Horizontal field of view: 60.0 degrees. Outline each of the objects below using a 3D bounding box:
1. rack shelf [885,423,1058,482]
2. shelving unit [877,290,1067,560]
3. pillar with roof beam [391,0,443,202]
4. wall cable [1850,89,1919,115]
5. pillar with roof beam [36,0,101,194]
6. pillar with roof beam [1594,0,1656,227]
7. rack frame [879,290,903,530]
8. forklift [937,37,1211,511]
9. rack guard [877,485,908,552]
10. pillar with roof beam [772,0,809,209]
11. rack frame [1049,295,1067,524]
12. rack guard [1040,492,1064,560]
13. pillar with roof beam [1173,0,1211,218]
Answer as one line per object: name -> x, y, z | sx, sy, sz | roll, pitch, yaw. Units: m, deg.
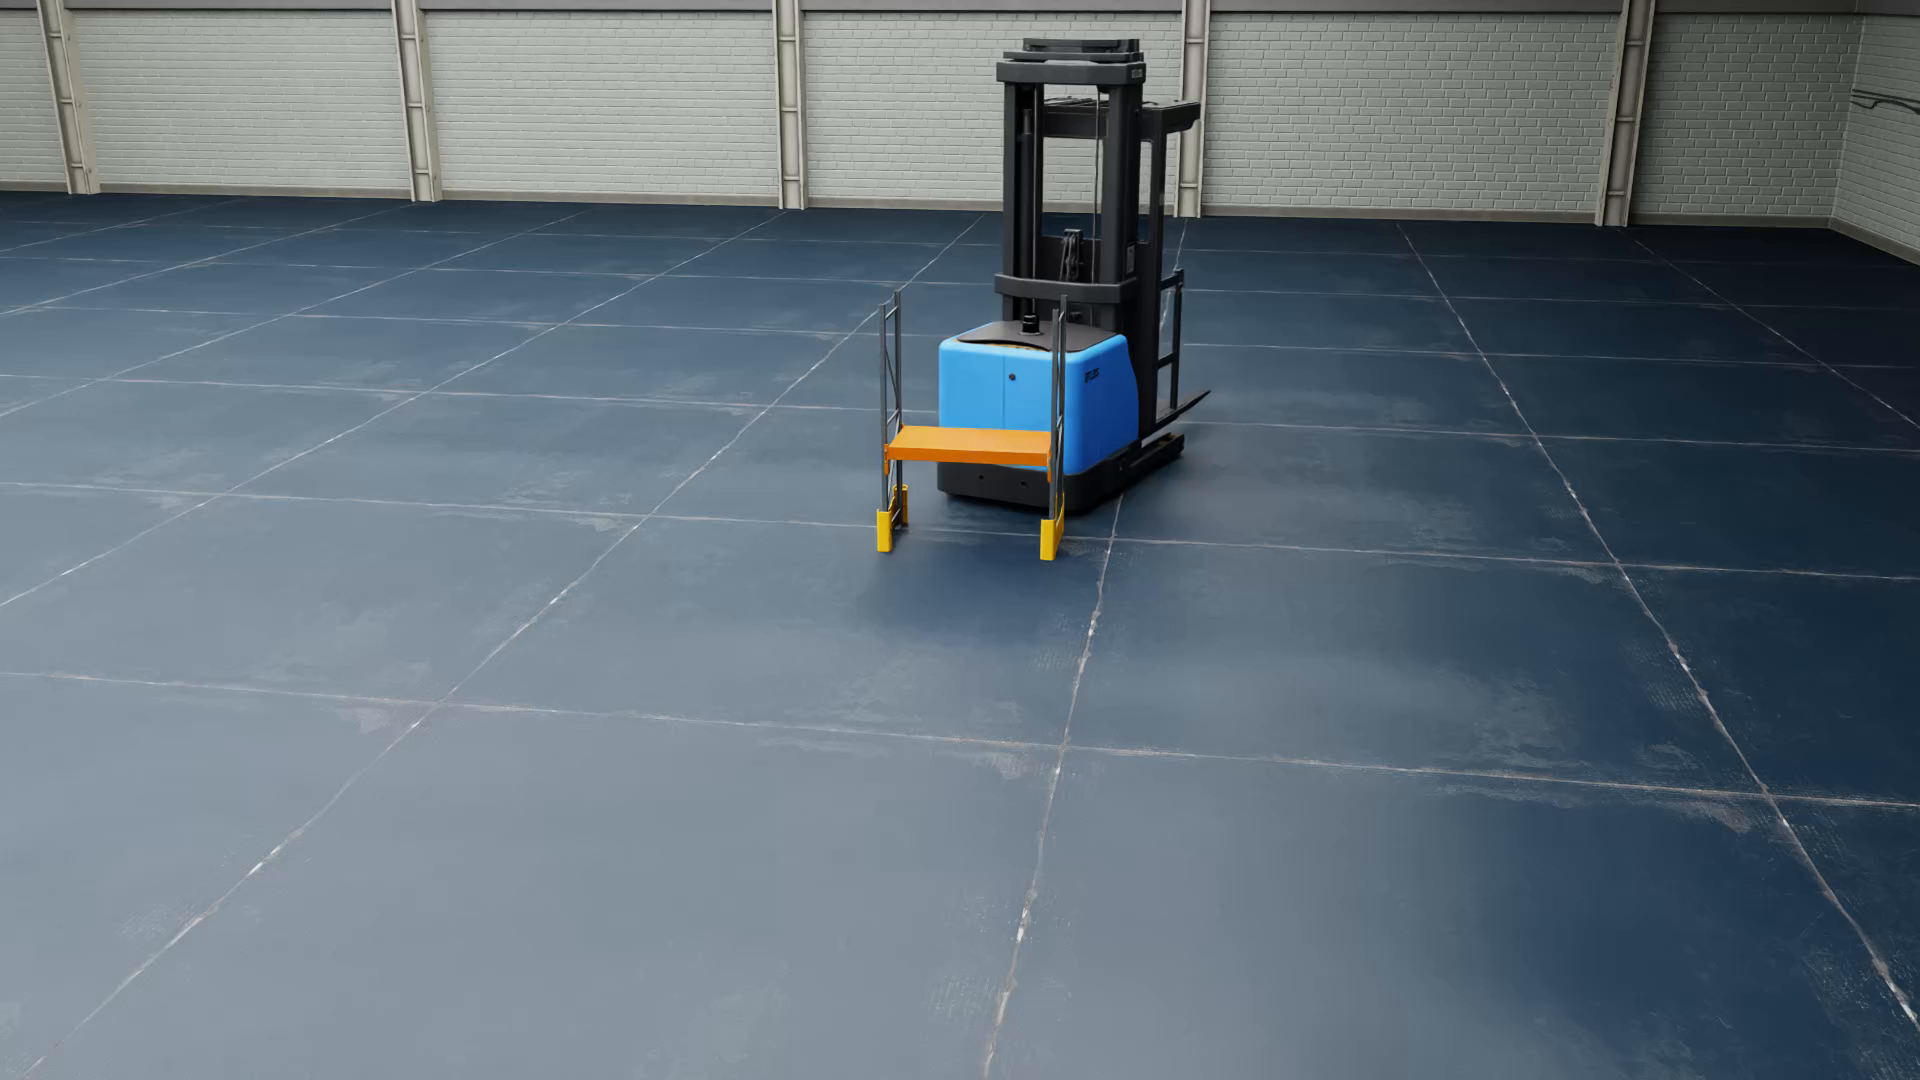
rack shelf -> 0.084, -0.536, 10.109 | 1.000, 0.185, 0.538 | 3, 19, 9
shelving unit -> 0.075, -0.707, 10.054 | 1.083, 1.500, 0.587 | 3, 19, 9
pillar with roof beam -> -9.158, -8.328, 21.012 | 0.400, 9.000, 9.100 | 3, 19, 9
wall cable -> 11.996, -6.736, 21.147 | 0.112, 2.526, 3.097 | 3, 19, 9
pillar with roof beam -> -15.082, -8.630, 21.915 | 0.400, 9.000, 9.100 | 3, 19, 9
pillar with roof beam -> 8.614, -7.422, 18.305 | 0.400, 9.000, 9.100 | 3, 19, 9
rack frame -> -0.418, -0.733, 10.129 | 0.032, 1.500, 0.500 | 3, 19, 9
forklift -> 0.982, -1.999, 11.658 | 1.130, 2.935, 3.031 | 9, 21, 26
rack guard -> -0.416, -0.140, 10.327 | 0.087, 0.250, 0.587 | 3, 19, 9
pillar with roof beam -> -3.234, -8.026, 20.110 | 0.400, 9.000, 9.100 | 3, 19, 9
rack frame -> 0.586, -0.681, 9.976 | 0.032, 1.500, 0.500 | 3, 19, 9
rack guard -> 0.567, -0.090, 10.177 | 0.087, 0.250, 0.587 | 3, 19, 9
pillar with roof beam -> 2.690, -7.724, 19.207 | 0.400, 9.000, 9.100 | 3, 19, 9
